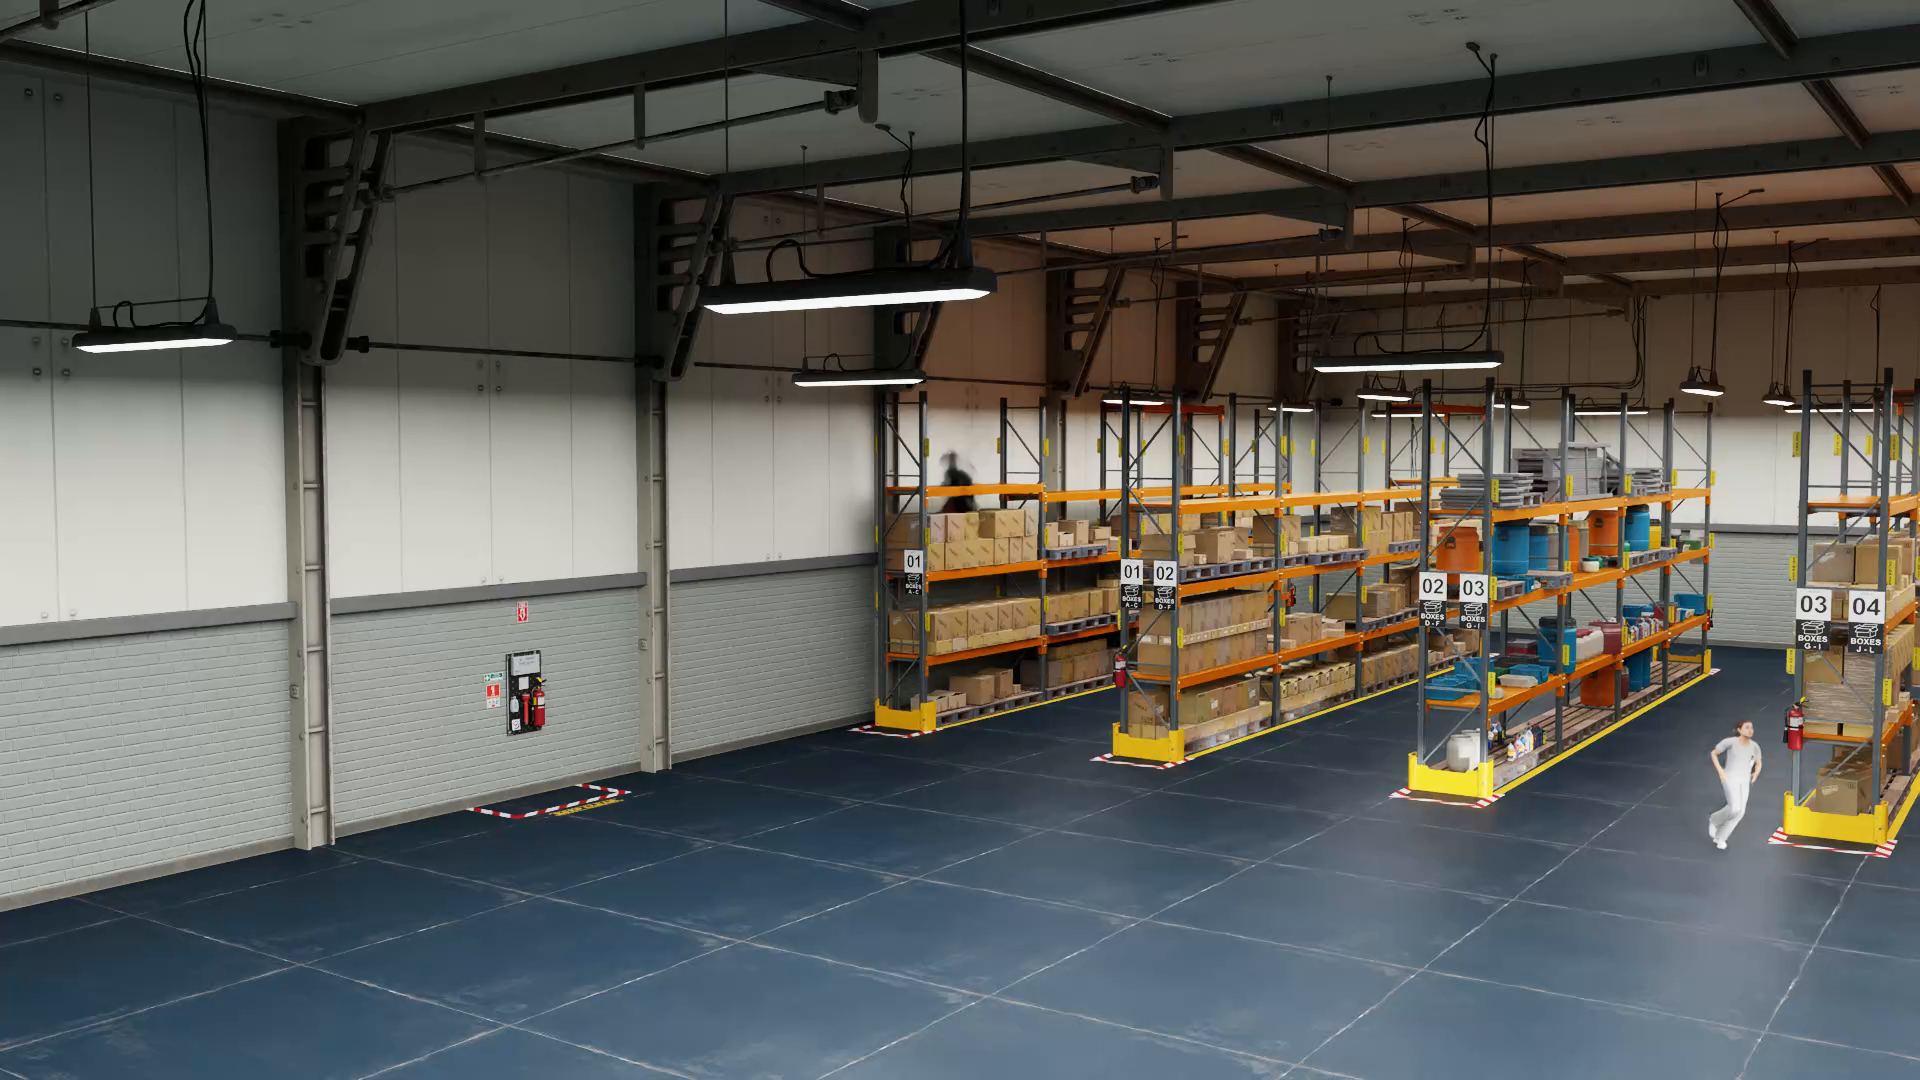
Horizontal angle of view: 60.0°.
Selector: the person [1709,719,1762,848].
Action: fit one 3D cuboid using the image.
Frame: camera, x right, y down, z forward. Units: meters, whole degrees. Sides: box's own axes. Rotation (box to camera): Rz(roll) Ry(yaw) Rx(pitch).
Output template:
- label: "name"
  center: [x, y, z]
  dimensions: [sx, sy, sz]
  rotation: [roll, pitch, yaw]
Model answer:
- label: "person"
  center: [9.770, 3.047, 20.855]
  dimensions: [0.569, 1.627, 0.530]
  rotation: [0, 3, -6]
